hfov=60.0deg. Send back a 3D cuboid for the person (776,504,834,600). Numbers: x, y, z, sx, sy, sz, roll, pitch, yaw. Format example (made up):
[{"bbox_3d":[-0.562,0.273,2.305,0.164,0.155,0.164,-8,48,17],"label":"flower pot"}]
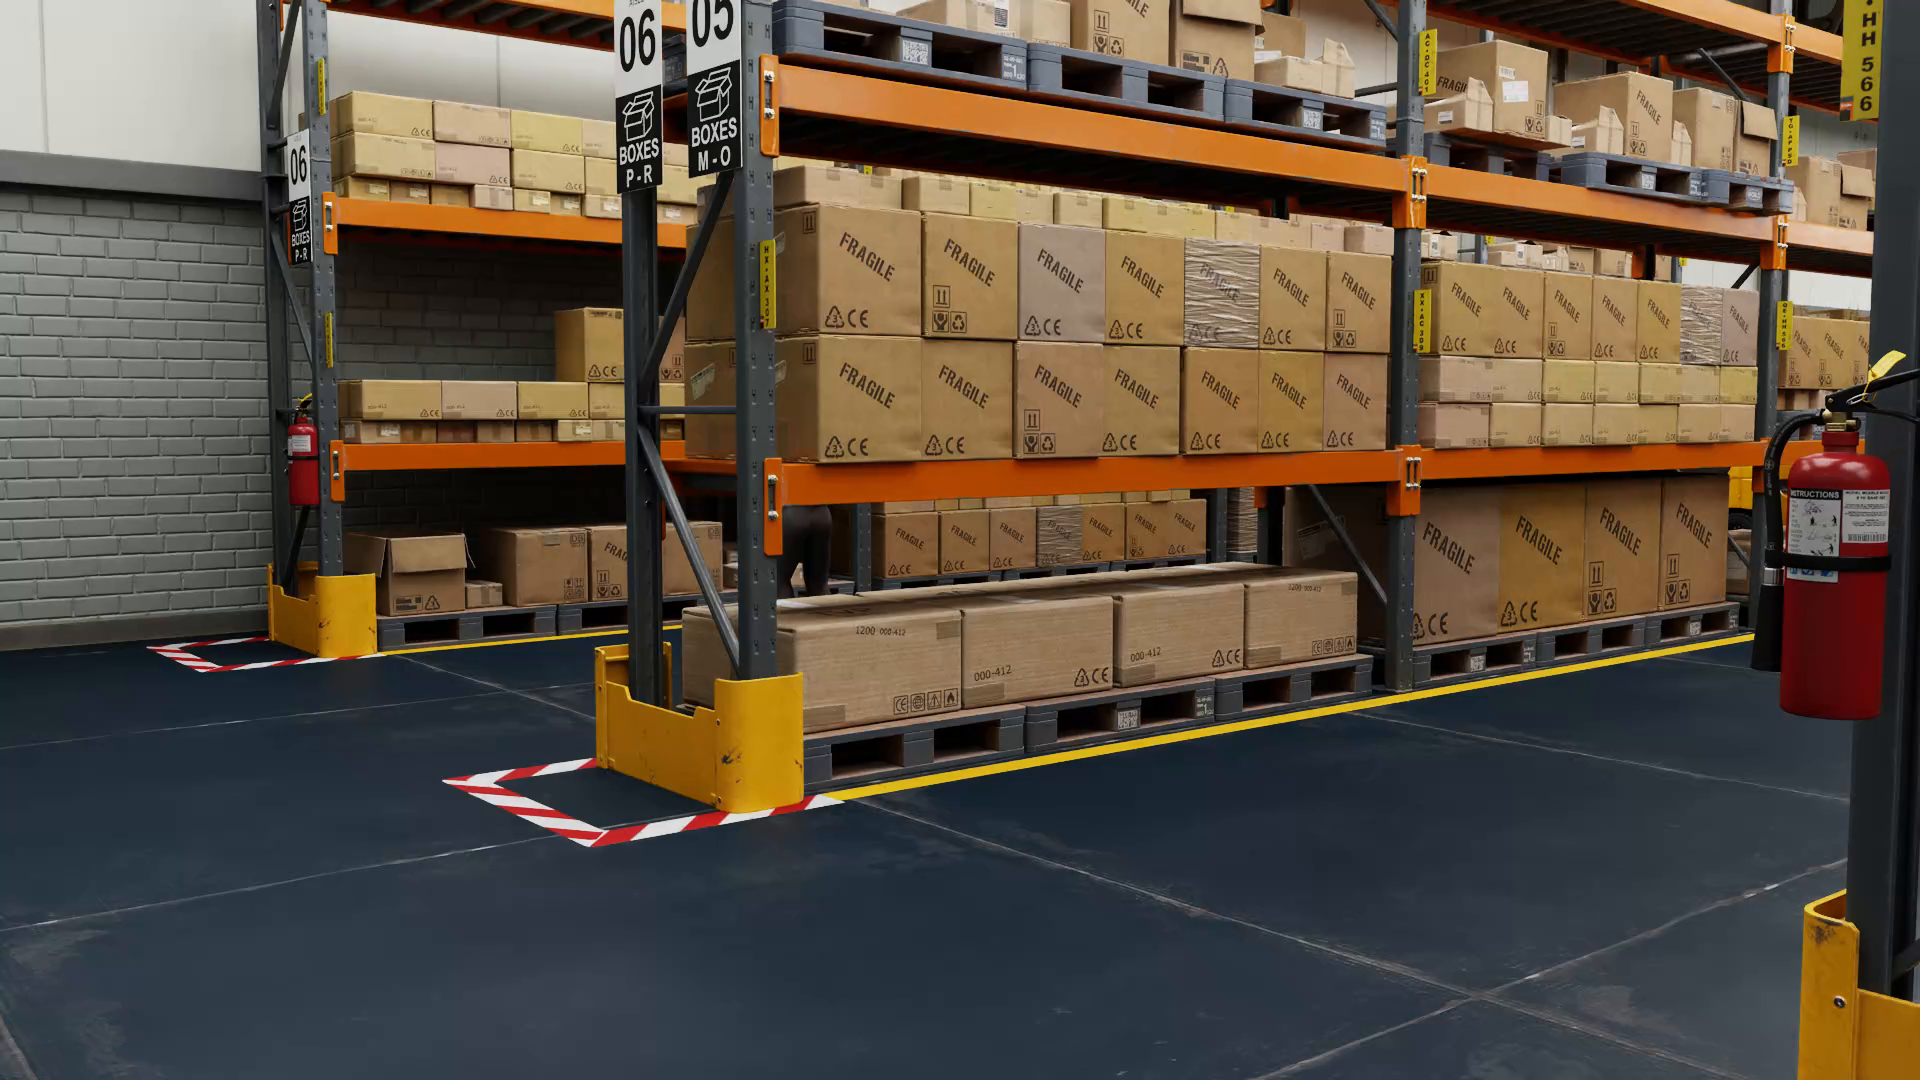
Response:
[{"bbox_3d":[-0.973,-0.086,9.916,0.517,1.653,0.402,-4,6,-41],"label":"person"}]
